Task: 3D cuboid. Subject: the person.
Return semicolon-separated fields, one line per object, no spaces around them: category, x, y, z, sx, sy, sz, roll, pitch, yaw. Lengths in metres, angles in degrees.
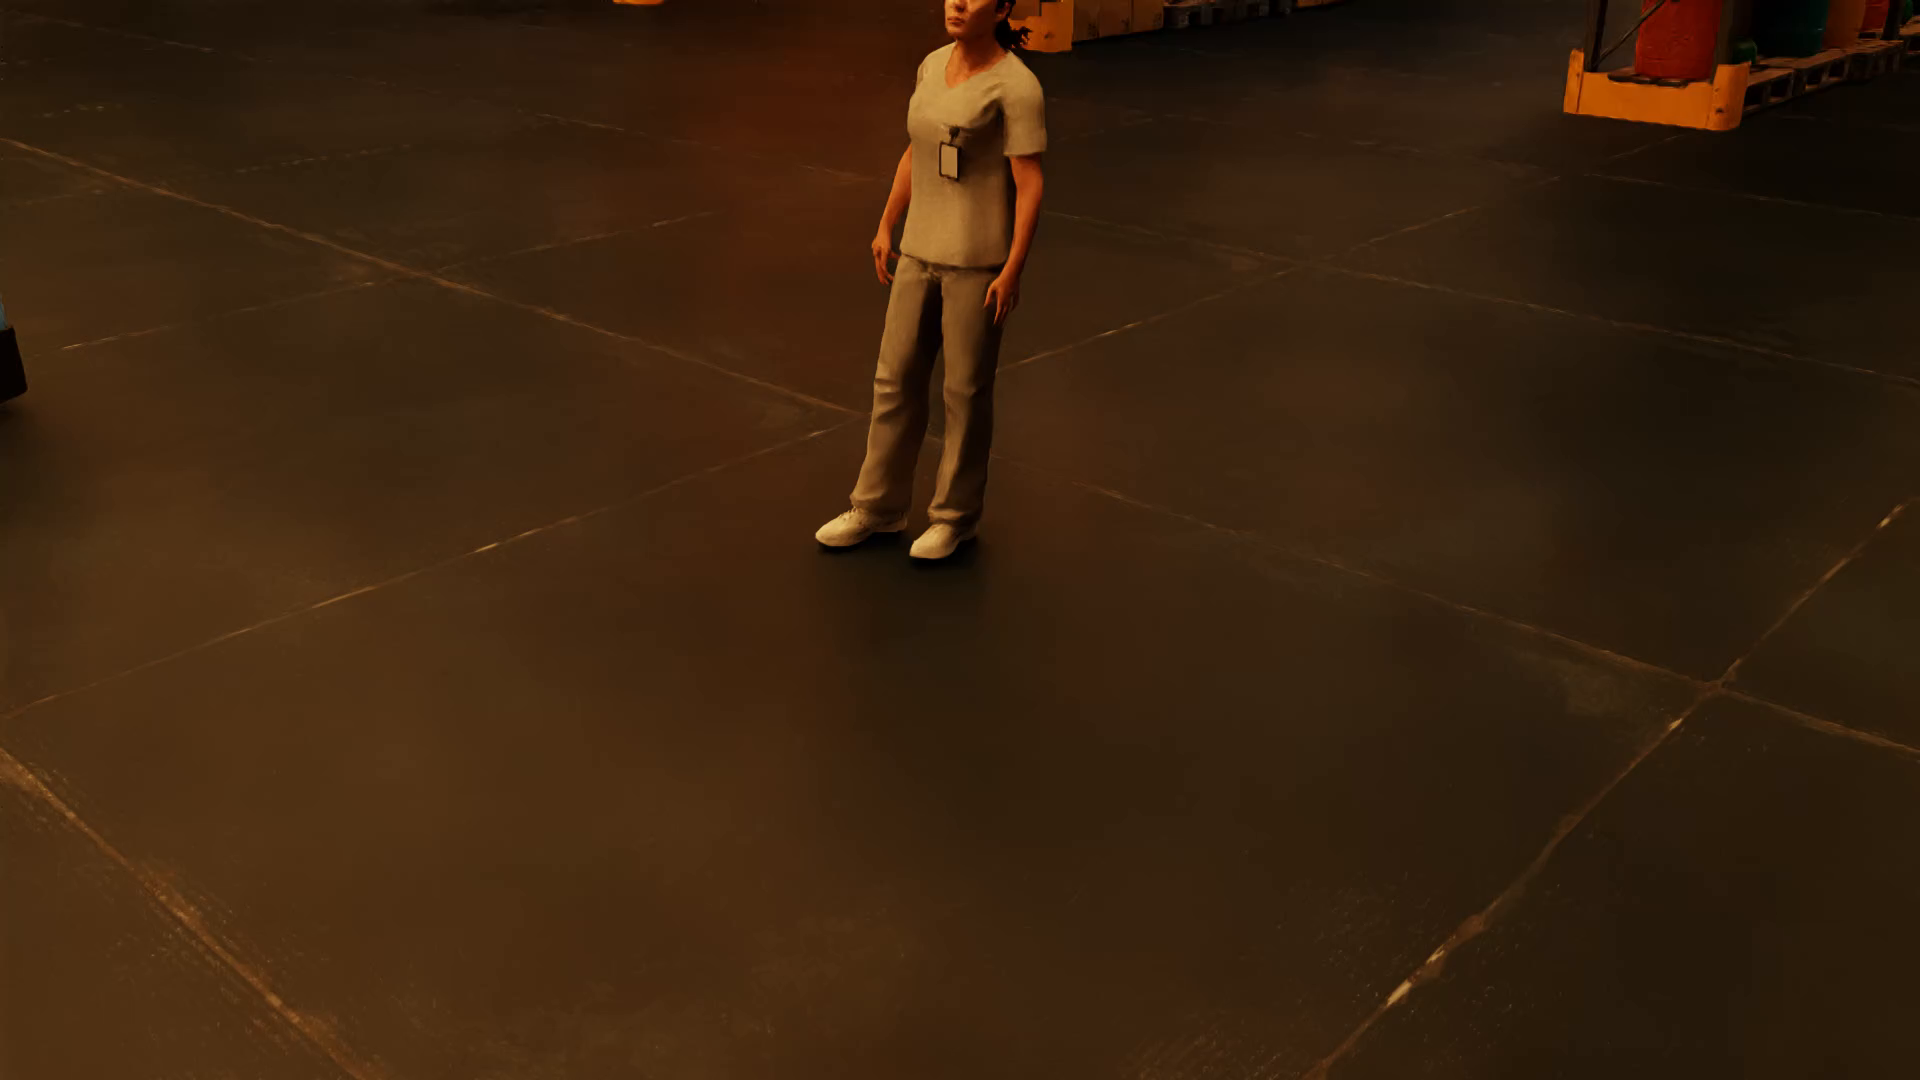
person;-0.060;-0.756;4.596;0.550;1.674;0.548;20;31;38

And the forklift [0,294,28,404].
forklift;-4.949;-1.744;5.303;3.031;2.935;1.130;4;24;9
